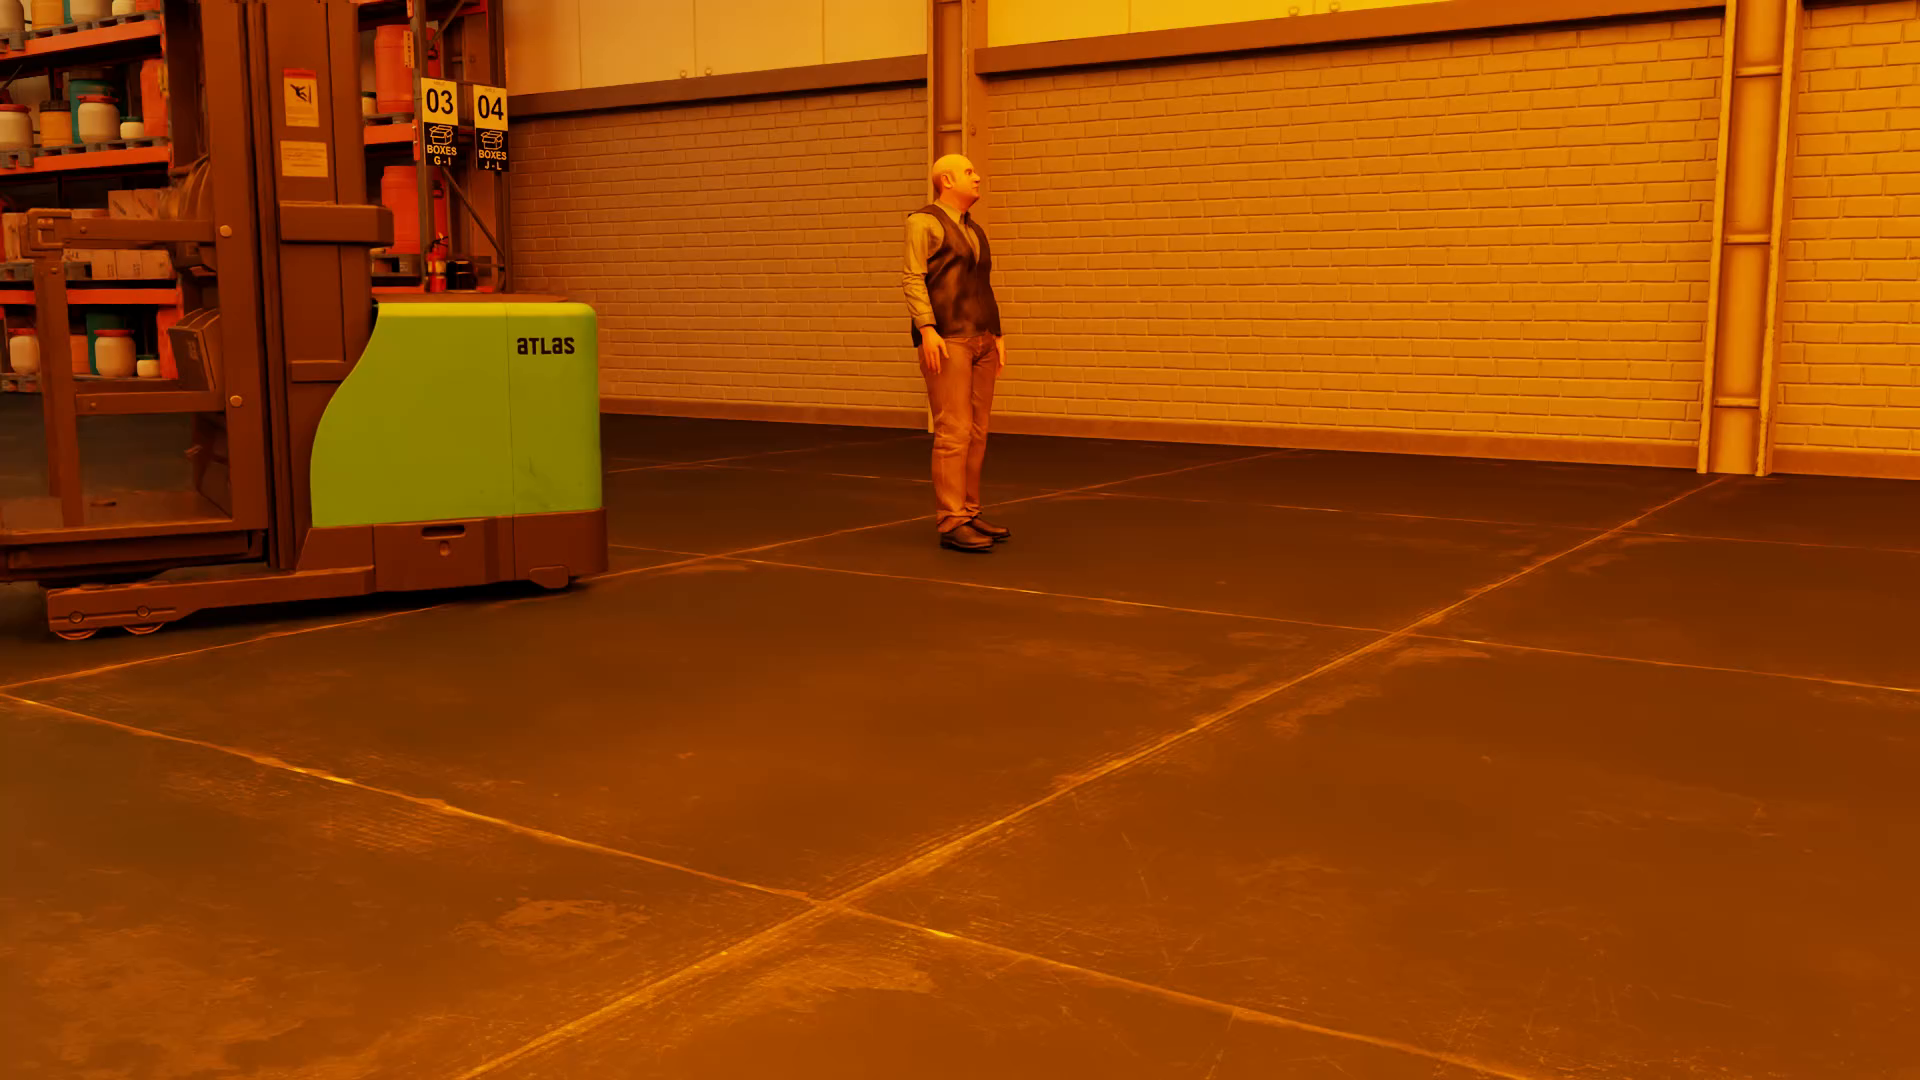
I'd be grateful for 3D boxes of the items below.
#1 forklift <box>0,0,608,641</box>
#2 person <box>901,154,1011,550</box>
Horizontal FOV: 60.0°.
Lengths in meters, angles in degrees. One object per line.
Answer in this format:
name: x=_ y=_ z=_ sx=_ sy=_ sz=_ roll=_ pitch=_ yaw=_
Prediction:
forklift: x=-2.861 y=-1.213 z=5.723 sx=3.031 sy=2.935 sz=1.130 roll=-5 pitch=9 yaw=-30
person: x=0.048 y=-0.854 z=7.441 sx=0.566 sy=1.722 sz=0.633 roll=5 pitch=10 yaw=34
